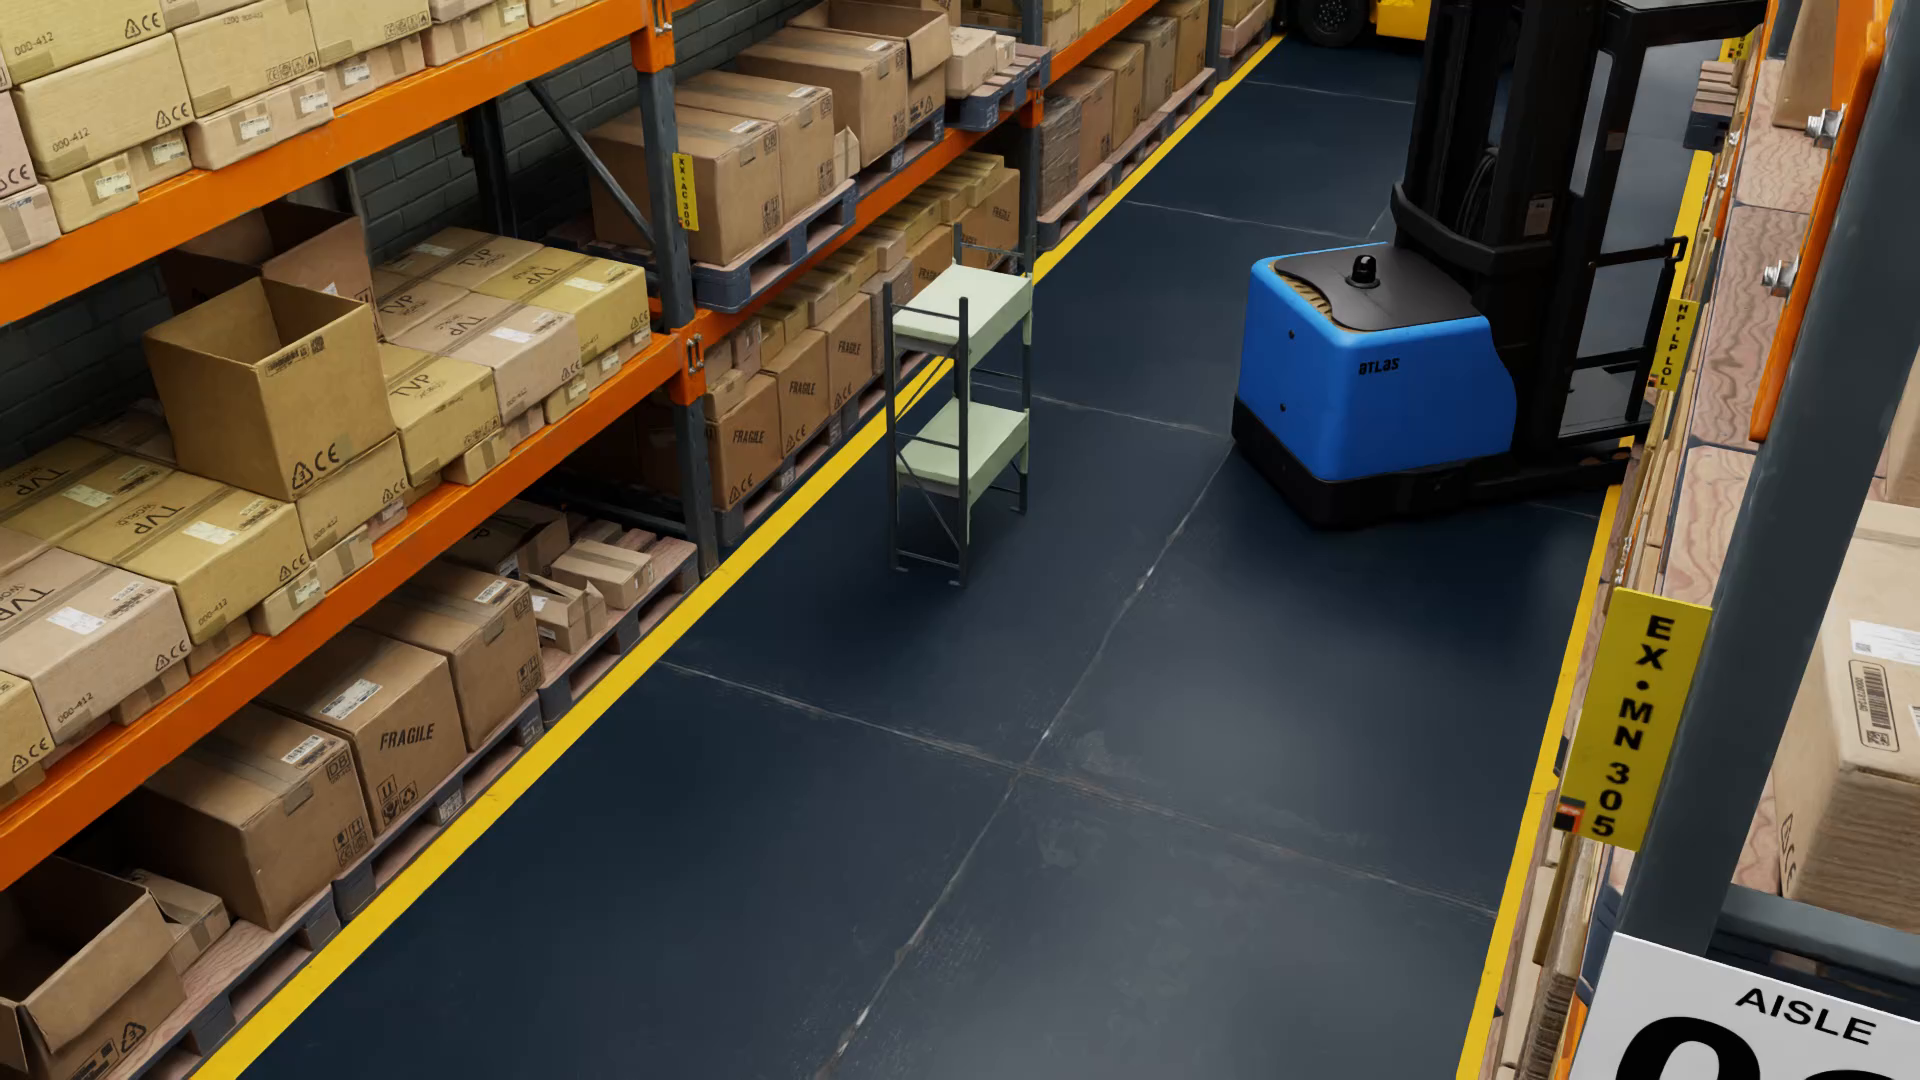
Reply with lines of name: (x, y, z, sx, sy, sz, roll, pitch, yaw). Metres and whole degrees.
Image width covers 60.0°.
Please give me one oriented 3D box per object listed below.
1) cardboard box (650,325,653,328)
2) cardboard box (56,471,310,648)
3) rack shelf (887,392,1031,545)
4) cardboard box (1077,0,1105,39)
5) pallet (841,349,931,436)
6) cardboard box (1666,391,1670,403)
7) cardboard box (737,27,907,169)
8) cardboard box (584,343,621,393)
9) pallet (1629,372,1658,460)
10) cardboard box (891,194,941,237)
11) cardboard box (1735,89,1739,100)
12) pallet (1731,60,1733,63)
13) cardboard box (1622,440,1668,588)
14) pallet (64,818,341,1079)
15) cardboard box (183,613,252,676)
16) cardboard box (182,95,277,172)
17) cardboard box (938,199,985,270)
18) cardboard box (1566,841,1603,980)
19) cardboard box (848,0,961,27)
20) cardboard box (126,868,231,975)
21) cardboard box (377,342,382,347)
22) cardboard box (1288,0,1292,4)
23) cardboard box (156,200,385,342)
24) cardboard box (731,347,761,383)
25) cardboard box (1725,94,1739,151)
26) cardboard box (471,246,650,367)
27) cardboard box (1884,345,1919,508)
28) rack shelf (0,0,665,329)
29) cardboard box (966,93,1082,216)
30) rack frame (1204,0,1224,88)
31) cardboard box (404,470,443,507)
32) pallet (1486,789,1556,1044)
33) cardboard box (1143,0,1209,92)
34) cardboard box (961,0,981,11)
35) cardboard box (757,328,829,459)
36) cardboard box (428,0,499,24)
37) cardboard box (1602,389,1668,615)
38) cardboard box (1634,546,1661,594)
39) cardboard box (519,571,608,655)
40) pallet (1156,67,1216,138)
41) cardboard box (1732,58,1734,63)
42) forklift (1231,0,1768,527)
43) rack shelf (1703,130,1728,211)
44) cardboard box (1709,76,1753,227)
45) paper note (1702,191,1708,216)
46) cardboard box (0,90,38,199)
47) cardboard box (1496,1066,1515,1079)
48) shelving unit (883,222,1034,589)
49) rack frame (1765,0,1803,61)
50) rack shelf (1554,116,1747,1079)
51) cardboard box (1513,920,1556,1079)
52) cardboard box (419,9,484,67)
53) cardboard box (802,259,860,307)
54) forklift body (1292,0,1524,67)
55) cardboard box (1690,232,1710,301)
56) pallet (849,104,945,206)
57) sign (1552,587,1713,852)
cardboard box: (-1.647, -0.995, 8.336, 0.380, 0.149, 0.250, 14, 36, 21)
cardboard box: (-2.464, 0.051, 5.303, 0.500, 0.250, 0.500, 13, 36, 20)
rack shelf: (0.003, -0.358, 8.023, 0.431, 0.370, 0.720, 14, 36, 20)
cardboard box: (0.651, -3.555, 11.073, 0.500, 0.250, 0.500, 13, 36, 19)
pallet: (-0.829, -1.069, 9.687, 1.003, 0.211, 1.213, 14, 36, 20)
cardboard box: (3.038, -0.546, 6.484, 0.500, 0.250, 0.500, 14, 36, 20)
cardboard box: (-0.694, -2.267, 8.498, 0.700, 0.500, 0.500, 14, 36, 20)
cardboard box: (-1.638, -0.755, 6.895, 0.380, 0.149, 0.250, 15, 36, 22)
pallet: (4.141, -0.525, 8.858, 1.003, 0.211, 1.213, 14, 36, 20)
cardboard box: (-0.336, -1.916, 9.741, 0.380, 0.149, 0.250, 15, 36, 22)
cardboard box: (4.509, -2.504, 9.180, 0.380, 0.149, 0.250, 15, 36, 21)
pallet: (6.970, -3.845, 13.921, 1.003, 0.211, 1.213, 14, 36, 20)
cardboard box: (2.431, 0.057, 5.336, 0.500, 0.500, 0.500, 15, 36, 22)
pallet: (-2.954, 1.512, 5.752, 1.003, 0.211, 1.213, 14, 36, 20)
cardboard box: (-2.521, 0.264, 5.341, 0.380, 0.149, 0.250, 15, 36, 21)
cardboard box: (-2.244, -1.215, 4.861, 0.380, 0.149, 0.250, 14, 36, 21)
cardboard box: (-0.172, -1.827, 10.197, 0.500, 0.500, 0.500, 14, 36, 20)
cardboard box: (1.276, 0.682, 2.880, 0.380, 0.149, 0.250, 14, 36, 20)
cardboard box: (-0.328, -3.200, 9.921, 0.500, 0.500, 0.500, 16, 36, 23)
cardboard box: (-2.763, 1.312, 5.731, 0.380, 0.149, 0.250, 13, 35, 19)
cardboard box: (-2.518, -0.580, 6.265, 0.500, 0.250, 0.500, 15, 36, 22)
cardboard box: (2.835, -5.151, 15.494, 0.500, 0.250, 0.500, 15, 36, 22)
cardboard box: (-2.509, -0.906, 6.078, 0.500, 0.500, 0.500, 13, 35, 19)
cardboard box: (-1.207, -0.886, 8.171, 0.380, 0.149, 0.250, 13, 35, 19)
cardboard box: (4.103, -2.017, 8.272, 0.500, 0.250, 0.500, 14, 36, 20)
cardboard box: (-1.636, -0.963, 6.849, 0.500, 0.250, 0.500, 15, 36, 22)
cardboard box: (1.864, -0.251, 2.768, 0.500, 0.311, 0.500, 15, 36, 21)
rack shelf: (-2.481, -1.169, 5.217, 1.077, 0.370, 4.000, 14, 36, 20)
cardboard box: (0.302, -2.693, 11.405, 0.875, 0.625, 0.625, 15, 36, 22)
rack frame: (1.702, -5.196, 13.438, 1.000, 3.000, 0.127, 14, 36, 20)
cardboard box: (-2.150, -0.259, 6.138, 0.380, 0.149, 0.250, 15, 36, 21)
pallet: (2.476, 1.453, 5.842, 1.003, 0.211, 1.213, 14, 36, 20)
cardboard box: (1.494, -4.116, 13.574, 0.875, 0.625, 0.625, 16, 36, 23)
cardboard box: (-0.036, -3.637, 10.742, 0.500, 0.250, 0.500, 15, 36, 22)
cardboard box: (-1.024, -0.798, 8.628, 0.500, 0.500, 0.500, 14, 36, 20)
cardboard box: (-1.827, -1.968, 5.646, 0.500, 0.250, 0.500, 13, 35, 19)
cardboard box: (3.423, -0.140, 7.283, 0.875, 0.875, 0.875, 15, 36, 22)
cardboard box: (1.791, 0.401, 3.901, 0.500, 0.500, 0.500, 14, 36, 20)
cardboard box: (-1.760, 0.279, 7.199, 0.396, 0.266, 0.258, 15, 36, 22)
pallet: (1.430, -3.654, 13.629, 1.003, 0.211, 1.213, 14, 36, 20)
cardboard box: (6.429, -3.708, 13.294, 0.500, 0.250, 0.500, 13, 36, 19)
forklift: (3.042, -1.755, 8.253, 3.031, 2.935, 1.130, -10, 35, -15)
rack shelf: (5.376, -2.762, 10.382, 1.077, 0.370, 4.000, 14, 36, 20)
cardboard box: (3.467, -1.583, 6.926, 0.500, 0.500, 0.500, 15, 36, 21)
paper note: (1.542, -0.694, 3.450, 0.006, 0.032, 0.123, 14, 36, 21)
cardboard box: (-2.690, -0.951, 4.095, 0.500, 0.250, 0.500, 15, 36, 21)
cardboard box: (1.752, 2.004, 4.411, 0.875, 0.438, 0.875, 15, 36, 22)
shelving unit: (0.003, -0.631, 7.844, 0.431, 1.500, 0.755, 14, 36, 20)
rack frame: (2.865, -2.583, 3.983, 1.000, 3.000, 0.127, 14, 36, 20)
rack shelf: (2.029, -0.032, 3.483, 1.077, 0.370, 4.000, 14, 36, 20)
cardboard box: (1.583, 1.070, 3.791, 0.500, 0.500, 0.500, 15, 36, 22)
cardboard box: (-1.859, -1.739, 5.661, 0.380, 0.149, 0.250, 14, 36, 20)
cardboard box: (-0.763, -1.395, 8.947, 0.380, 0.149, 0.250, 15, 36, 22)
forklift body: (4.240, -5.470, 14.630, 2.313, 2.155, 1.214, 14, 36, 20)
cardboard box: (3.243, -1.006, 6.730, 0.500, 0.250, 0.500, 15, 36, 22)
pallet: (-0.780, -2.153, 8.974, 1.003, 0.211, 1.213, 14, 36, 20)
sign: (0.705, 0.195, 1.746, 0.100, 0.325, 0.005, 14, 36, 20)
